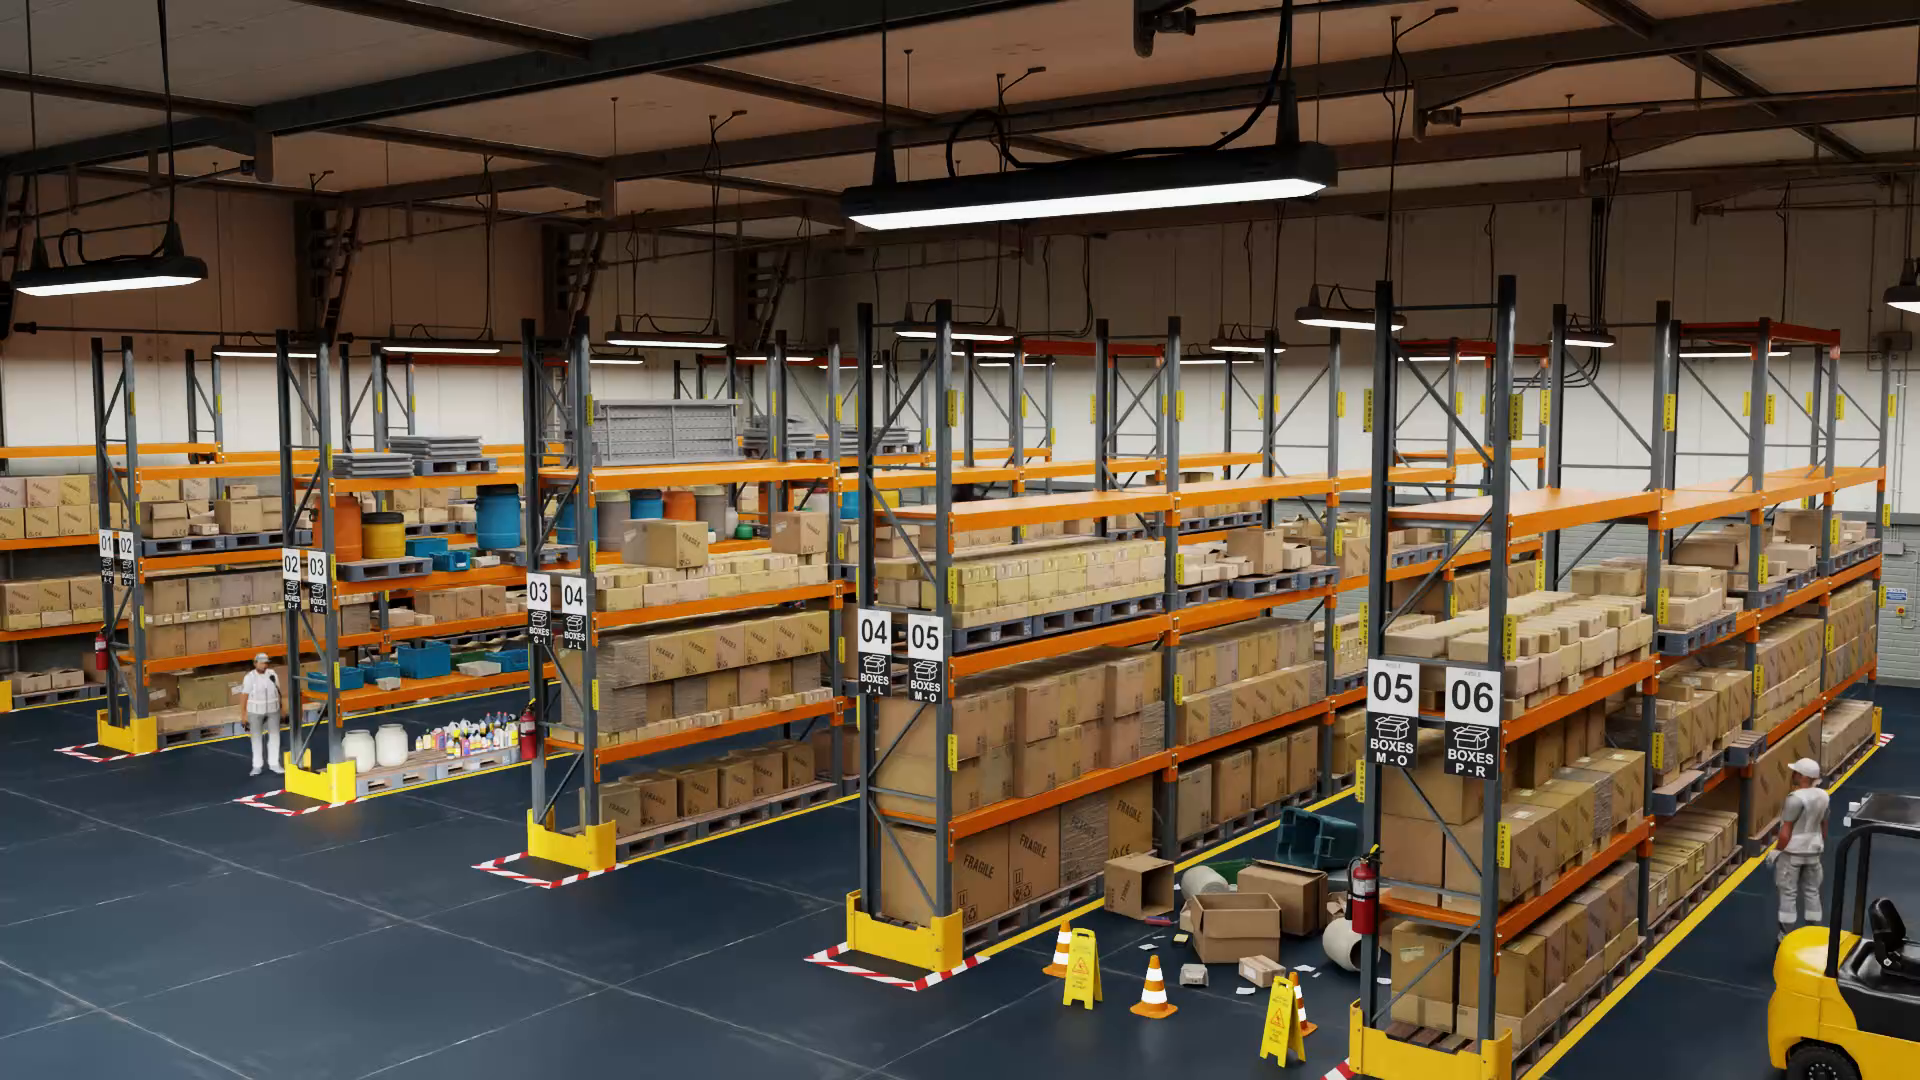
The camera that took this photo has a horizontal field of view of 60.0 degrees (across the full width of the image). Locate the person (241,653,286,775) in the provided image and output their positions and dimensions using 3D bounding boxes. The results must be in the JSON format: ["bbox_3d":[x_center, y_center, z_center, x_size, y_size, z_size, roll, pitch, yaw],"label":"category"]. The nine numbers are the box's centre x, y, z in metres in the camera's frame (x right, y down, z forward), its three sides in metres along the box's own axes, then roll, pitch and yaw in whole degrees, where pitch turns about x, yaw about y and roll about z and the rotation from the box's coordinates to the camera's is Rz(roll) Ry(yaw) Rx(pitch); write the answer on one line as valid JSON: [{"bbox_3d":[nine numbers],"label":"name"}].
[{"bbox_3d":[-9.506,2.365,22.712,0.568,1.671,0.392,-4,6,-37],"label":"person"}]

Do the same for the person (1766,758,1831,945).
[{"bbox_3d":[7.832,2.923,15.561,0.601,1.797,0.437,0,5,-5],"label":"person"}]

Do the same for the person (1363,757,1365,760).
[{"bbox_3d":[5.058,2.587,19.783,0.613,1.750,0.626,0,5,-1],"label":"person"}]
